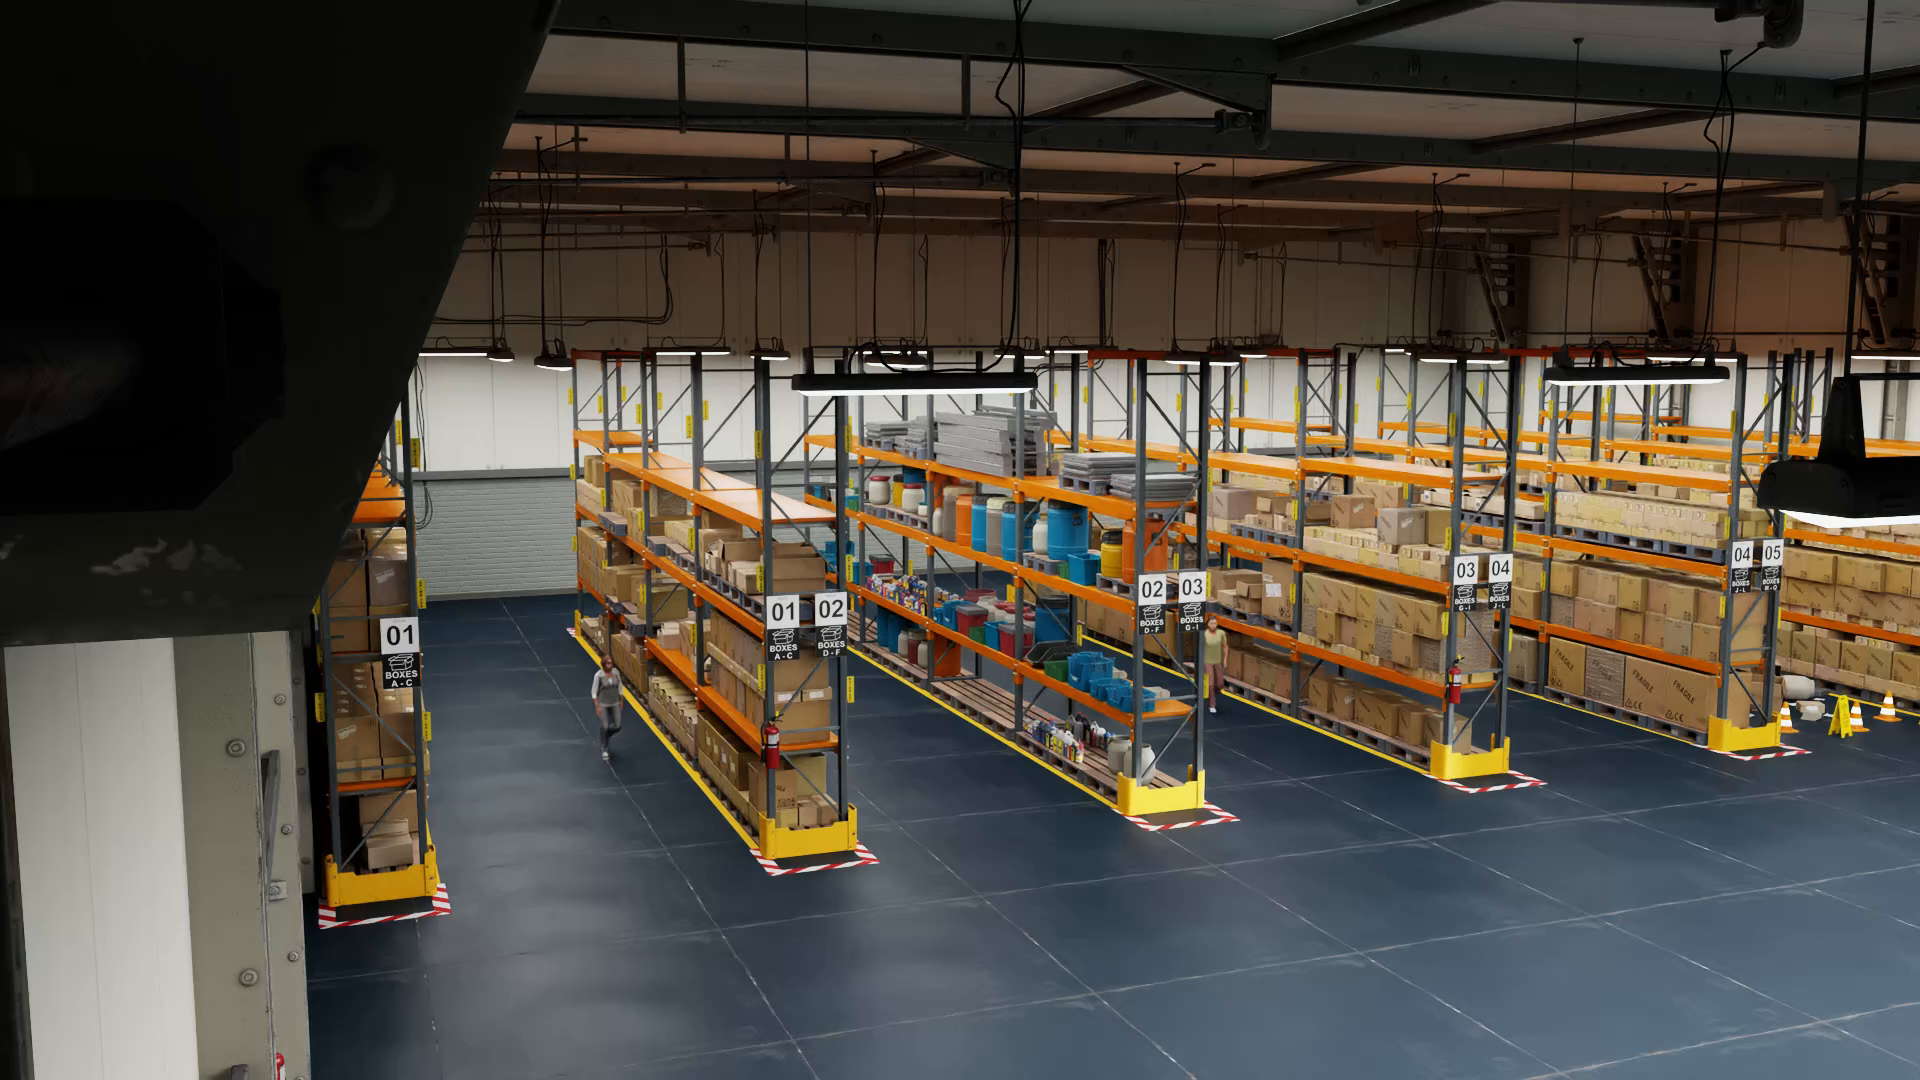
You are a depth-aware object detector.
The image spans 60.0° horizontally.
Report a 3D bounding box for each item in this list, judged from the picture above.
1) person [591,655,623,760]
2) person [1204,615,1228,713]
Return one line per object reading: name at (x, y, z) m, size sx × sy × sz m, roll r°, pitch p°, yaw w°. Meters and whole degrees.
person at (-5.291, 2.474, 24.902) m, size 0.503 × 1.581 × 0.487 m, roll -4°, pitch 8°, yaw -29°
person at (4.229, 2.049, 27.976) m, size 0.512 × 1.652 × 0.600 m, roll -1°, pitch 7°, yaw -4°
